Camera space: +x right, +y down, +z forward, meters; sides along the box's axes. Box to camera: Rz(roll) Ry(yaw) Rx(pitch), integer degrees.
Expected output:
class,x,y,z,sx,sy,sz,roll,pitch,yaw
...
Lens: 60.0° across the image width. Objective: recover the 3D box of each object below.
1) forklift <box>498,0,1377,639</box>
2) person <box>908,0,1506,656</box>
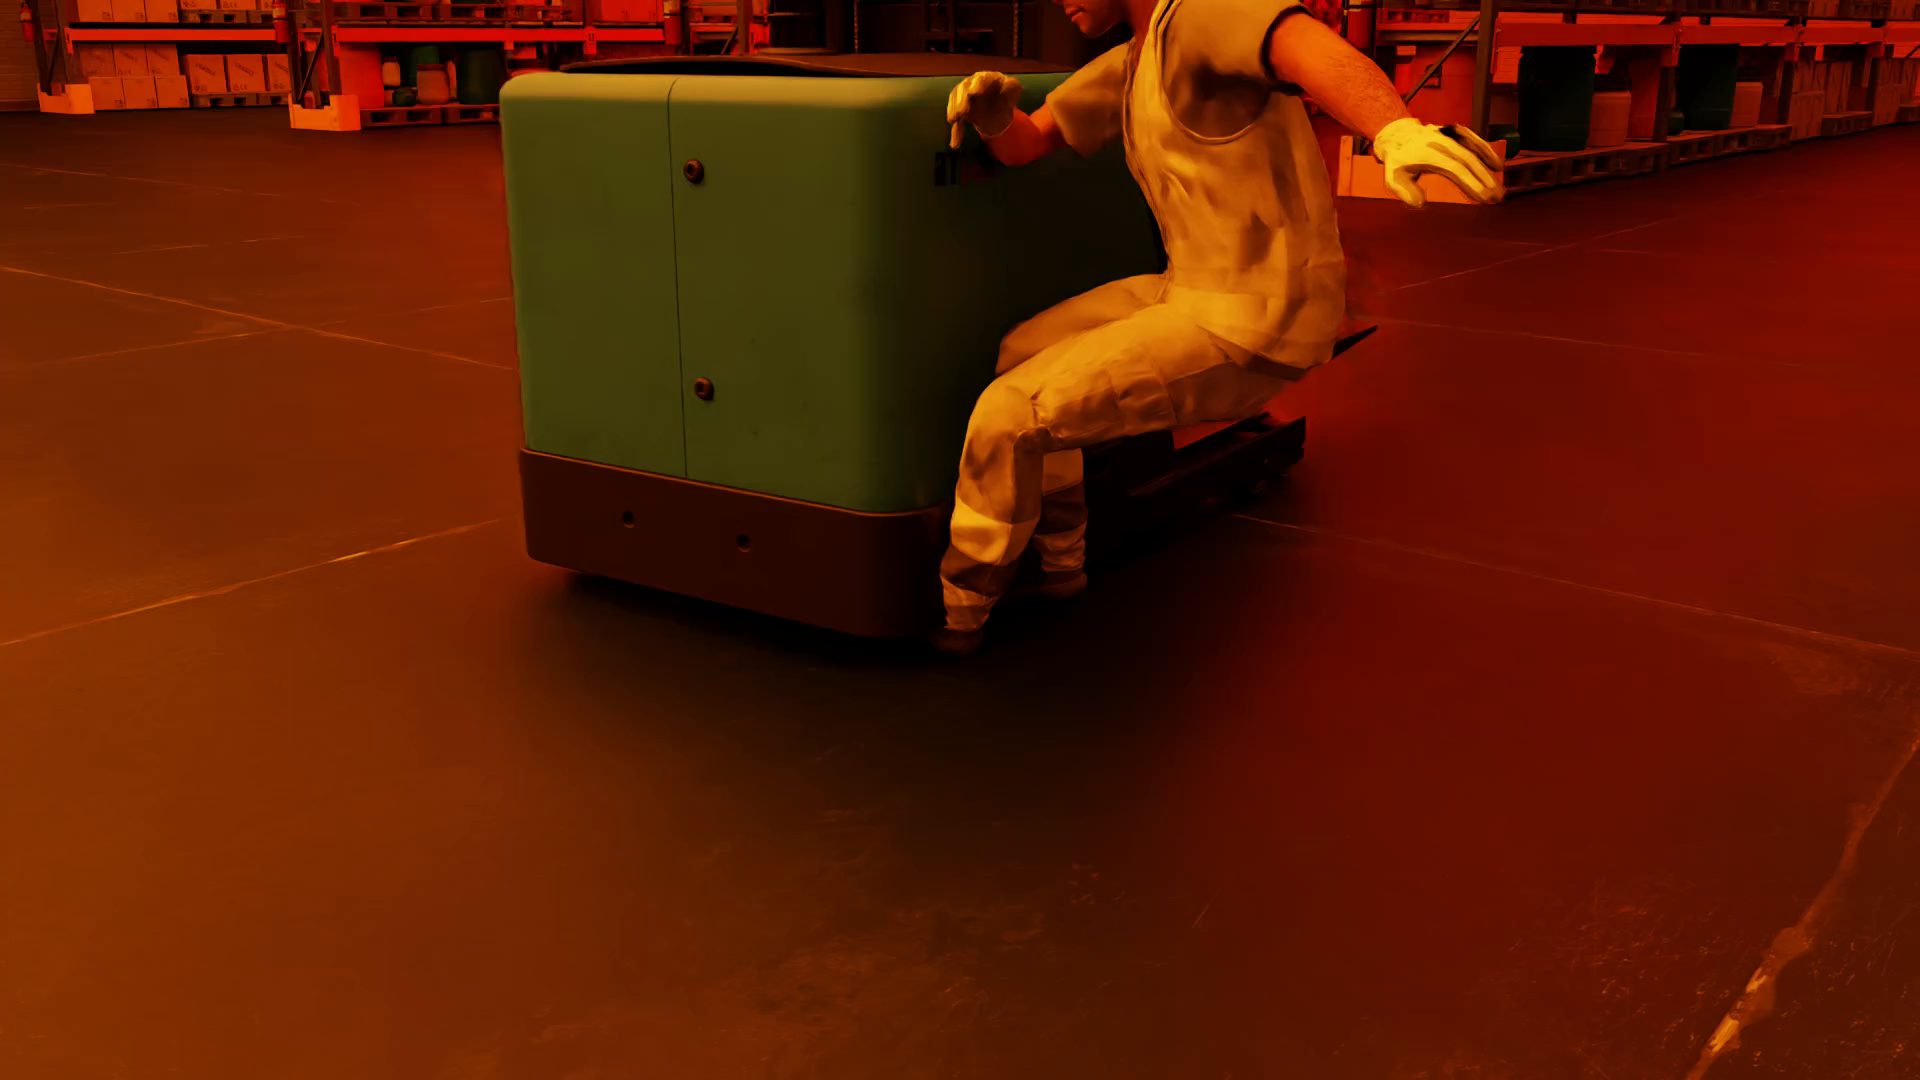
class,x,y,z,sx,sy,sz,roll,pitch,yaw
forklift,0.282,-1.589,4.132,1.130,2.935,3.031,11,20,31
person,0.250,-0.402,2.814,0.960,1.450,1.211,0,17,0
